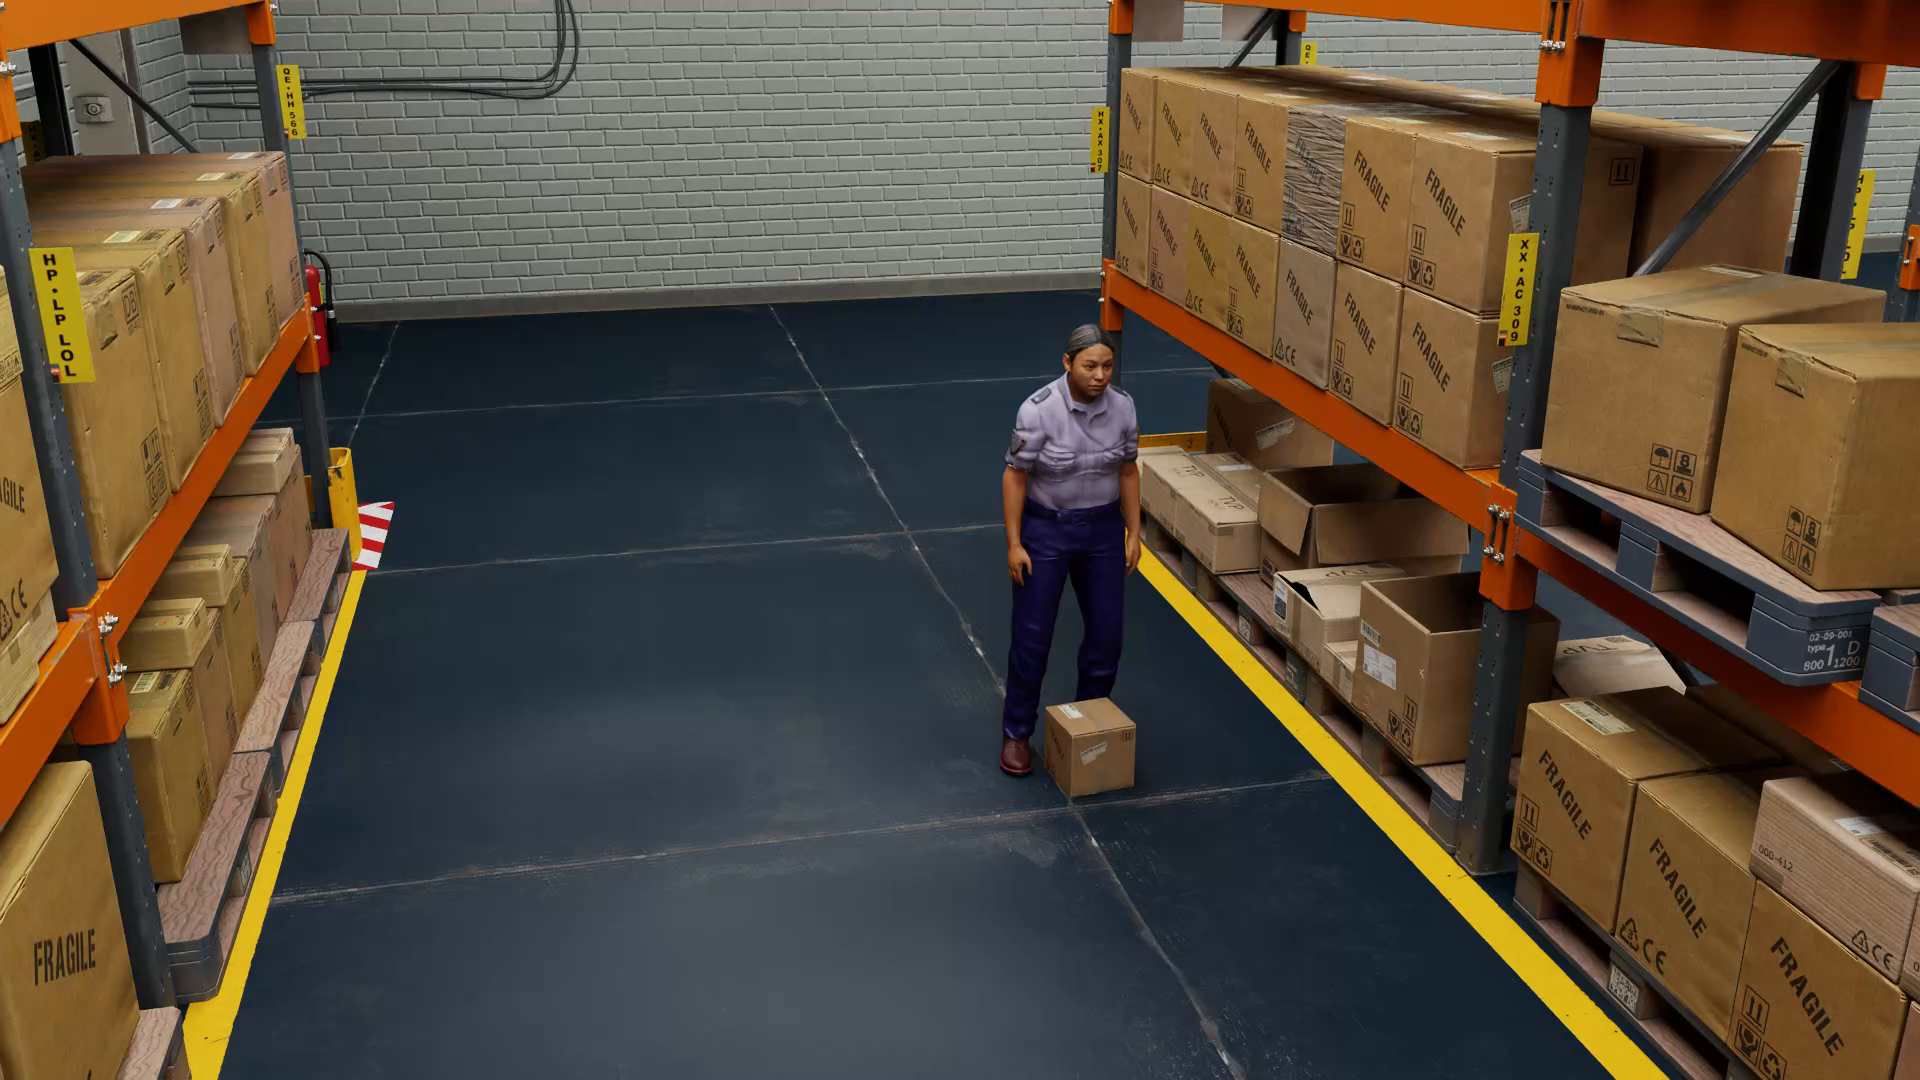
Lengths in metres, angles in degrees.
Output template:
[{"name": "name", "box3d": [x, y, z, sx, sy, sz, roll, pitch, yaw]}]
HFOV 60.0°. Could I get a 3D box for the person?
[{"name": "person", "box3d": [0.394, 0.016, 6.038, 0.565, 1.651, 0.371, -6, 21, -16]}]
